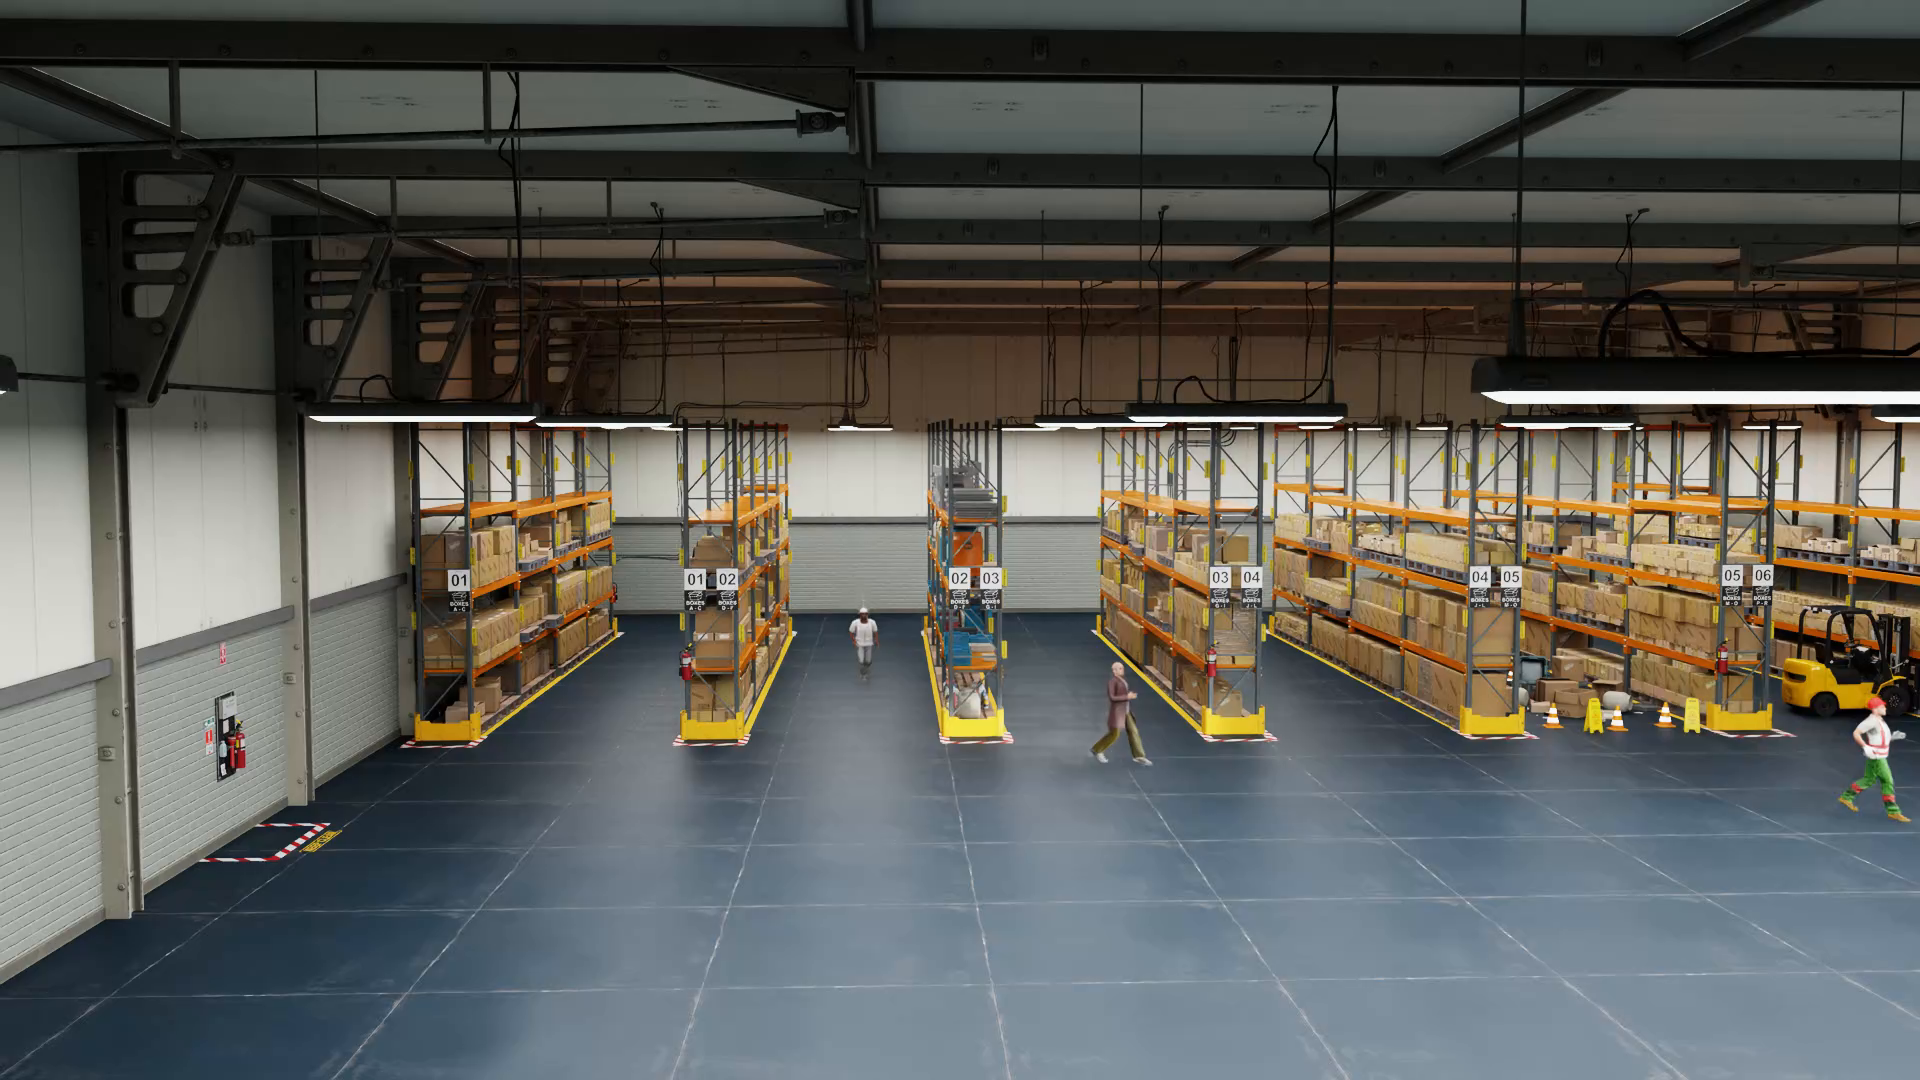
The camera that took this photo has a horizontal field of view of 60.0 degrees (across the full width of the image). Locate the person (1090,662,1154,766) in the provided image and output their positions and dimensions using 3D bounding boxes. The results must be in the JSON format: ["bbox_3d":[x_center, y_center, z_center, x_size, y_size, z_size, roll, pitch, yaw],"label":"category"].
[{"bbox_3d":[2.791,2.981,28.638,1.116,1.758,0.731,2,4,34],"label":"person"}]

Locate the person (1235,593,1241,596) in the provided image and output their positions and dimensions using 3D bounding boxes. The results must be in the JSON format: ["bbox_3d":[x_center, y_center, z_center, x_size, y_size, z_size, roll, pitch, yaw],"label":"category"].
[{"bbox_3d":[7.760,1.958,46.907,0.561,1.550,0.577,1,4,8],"label":"person"}]

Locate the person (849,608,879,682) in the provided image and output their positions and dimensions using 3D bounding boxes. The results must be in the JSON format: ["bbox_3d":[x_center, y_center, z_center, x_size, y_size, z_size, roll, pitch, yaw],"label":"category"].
[{"bbox_3d":[-2.229,2.403,38.402,0.682,1.712,0.625,-1,4,-11],"label":"person"}]

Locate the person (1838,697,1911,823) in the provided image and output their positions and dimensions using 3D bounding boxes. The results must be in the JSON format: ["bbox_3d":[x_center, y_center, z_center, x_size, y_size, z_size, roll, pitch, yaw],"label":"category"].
[{"bbox_3d":[13.560,3.219,24.610,0.980,1.787,0.659,3,4,35],"label":"person"}]
